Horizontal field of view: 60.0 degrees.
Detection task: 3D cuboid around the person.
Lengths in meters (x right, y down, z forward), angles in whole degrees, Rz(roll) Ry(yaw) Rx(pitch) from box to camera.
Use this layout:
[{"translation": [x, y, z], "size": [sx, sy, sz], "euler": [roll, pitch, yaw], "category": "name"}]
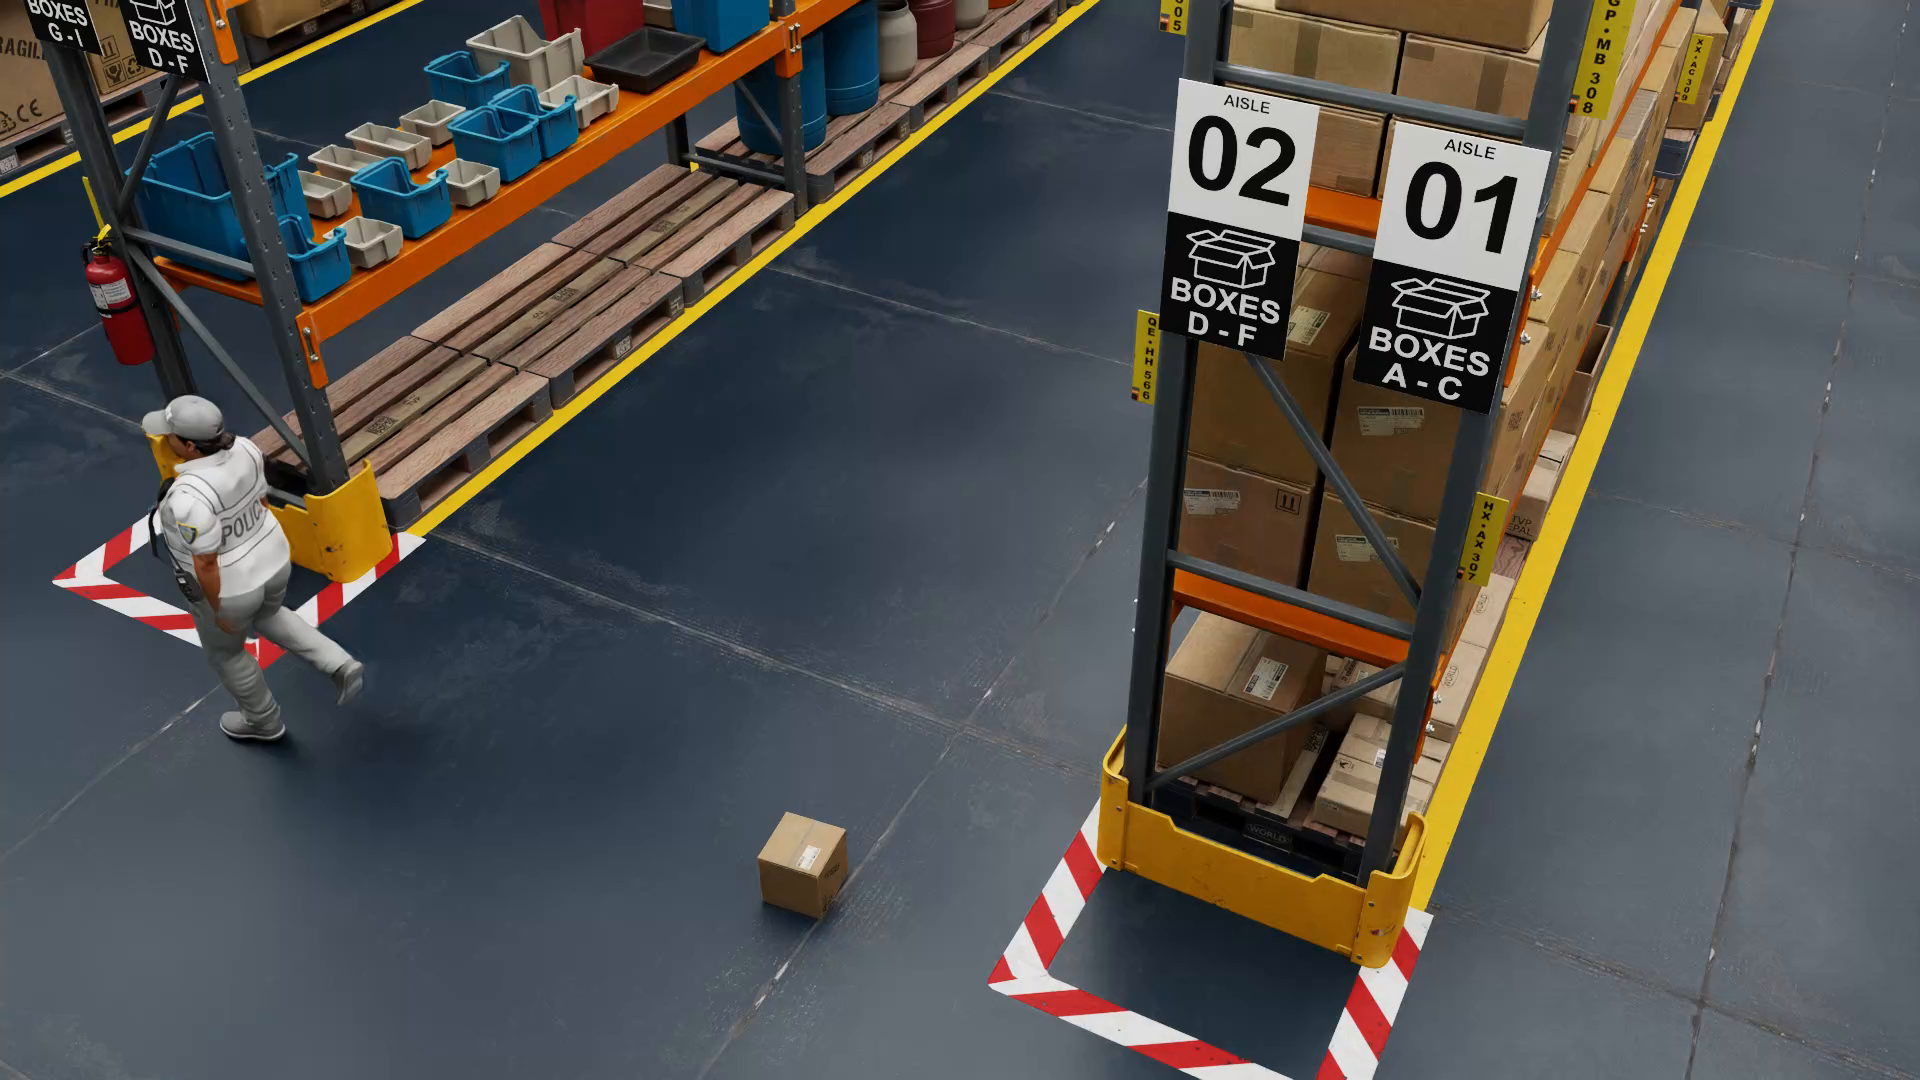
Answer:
[{"translation": [-2.812, 0.137, 6.544], "size": [0.615, 1.648, 0.482], "euler": [10, 39, 13], "category": "person"}]
